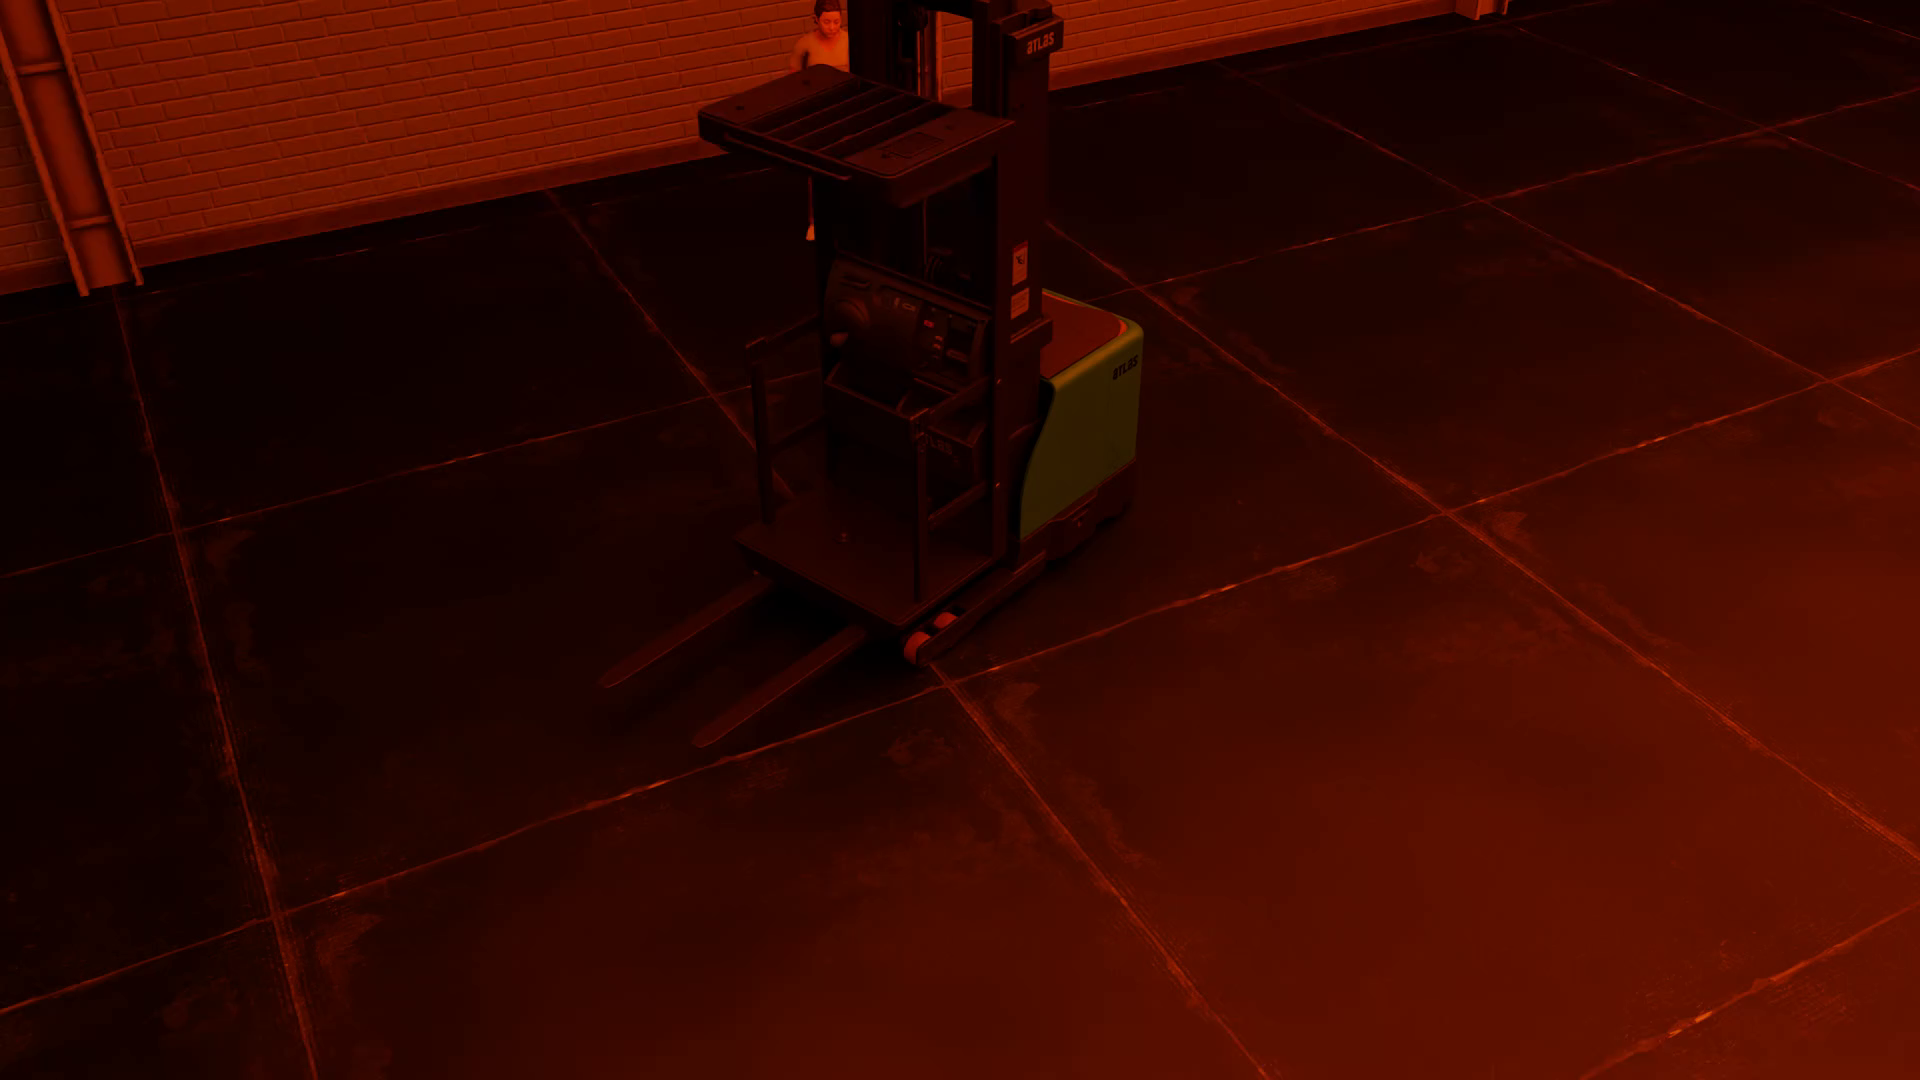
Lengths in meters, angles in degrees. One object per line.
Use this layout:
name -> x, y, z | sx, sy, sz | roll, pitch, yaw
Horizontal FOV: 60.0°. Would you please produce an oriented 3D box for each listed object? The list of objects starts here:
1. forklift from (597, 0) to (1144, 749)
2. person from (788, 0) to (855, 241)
forklift -> -0.390, -0.927, 7.434 | 1.130, 2.935, 3.031 | 26, 43, 31
person -> -0.868, -2.865, 11.272 | 0.591, 1.671, 0.373 | -6, 36, -9
